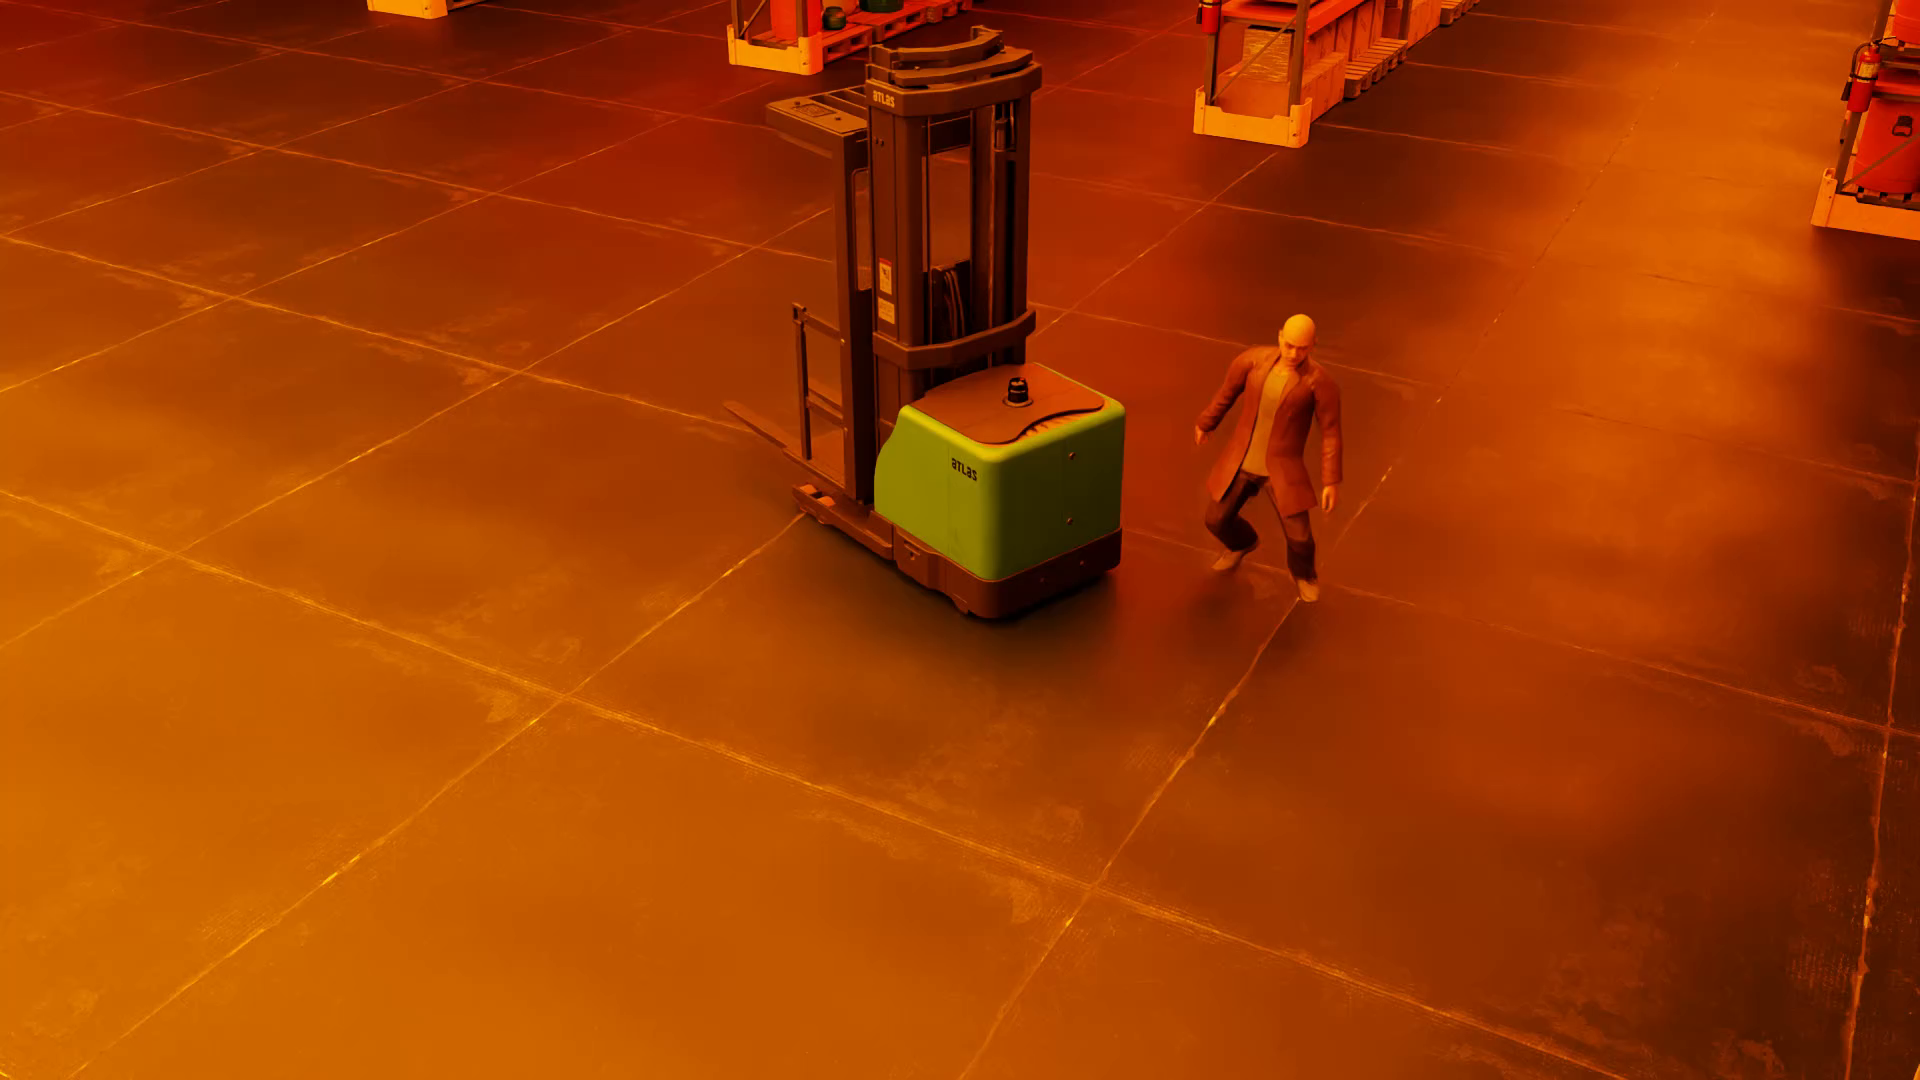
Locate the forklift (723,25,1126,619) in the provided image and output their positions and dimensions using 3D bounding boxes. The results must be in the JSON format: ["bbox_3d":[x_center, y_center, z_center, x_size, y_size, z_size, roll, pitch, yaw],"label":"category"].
[{"bbox_3d":[-0.382,-1.507,9.682,1.130,2.935,3.031,-22,37,-33],"label":"forklift"}]

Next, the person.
[{"bbox_3d":[1.673,-0.478,9.080,0.928,1.670,0.585,20,36,31],"label":"person"}]
